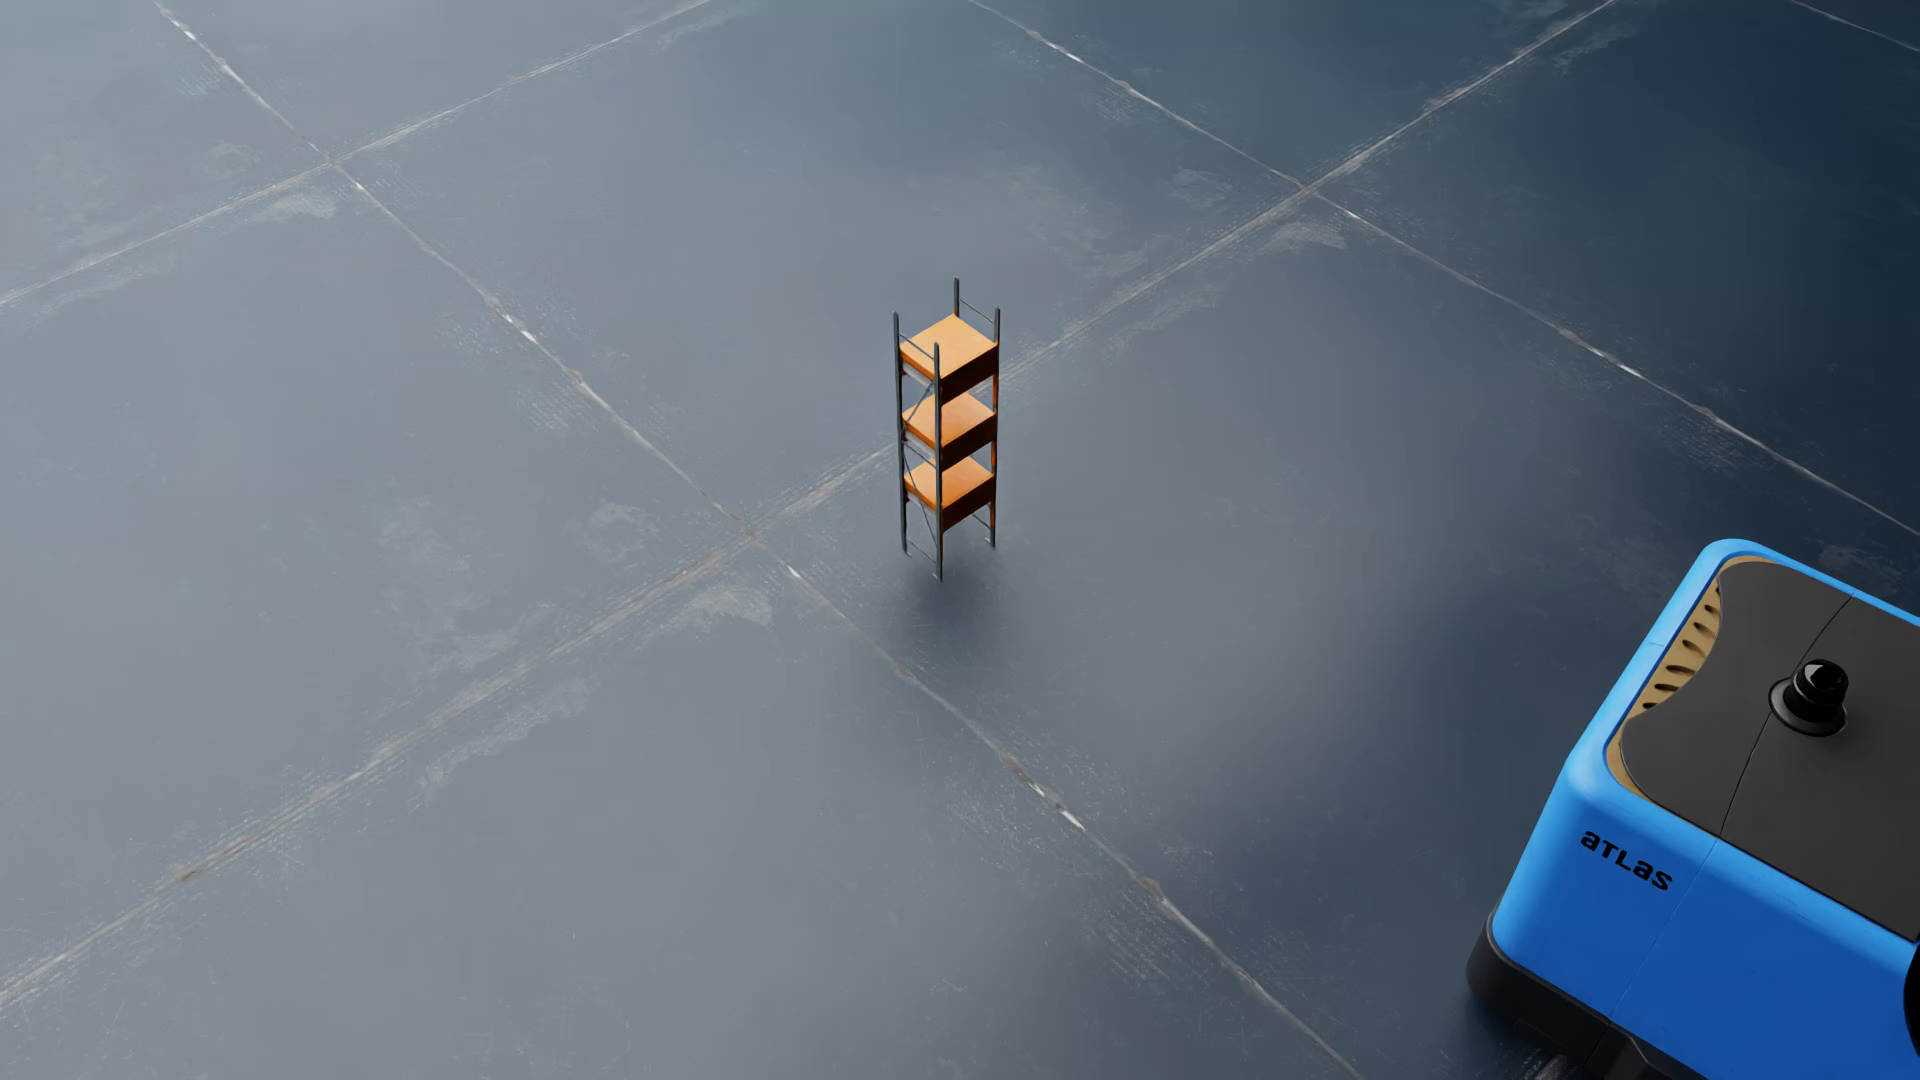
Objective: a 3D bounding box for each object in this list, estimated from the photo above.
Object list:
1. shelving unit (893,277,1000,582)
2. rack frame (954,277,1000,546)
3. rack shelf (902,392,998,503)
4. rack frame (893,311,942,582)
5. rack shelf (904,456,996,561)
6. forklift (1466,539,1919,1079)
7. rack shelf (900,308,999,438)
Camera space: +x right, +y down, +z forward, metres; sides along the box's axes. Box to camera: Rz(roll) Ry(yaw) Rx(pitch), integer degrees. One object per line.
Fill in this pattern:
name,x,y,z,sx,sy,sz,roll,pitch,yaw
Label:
shelving unit,-0.040,-0.330,5.340,0.252,1.050,0.215,-34,56,-27
rack frame,0.051,-0.390,5.395,0.008,1.050,0.200,-34,56,-27
rack shelf,-0.040,-0.322,5.348,0.240,0.259,0.215,-34,56,-27
rack frame,-0.130,-0.269,5.284,0.008,1.050,0.200,-34,56,-27
rack shelf,-0.040,-0.134,5.552,0.240,0.259,0.215,-34,56,-27
forklift,2.857,0.653,3.153,3.031,2.935,1.130,30,54,25
rack shelf,-0.040,-0.515,5.139,0.240,0.259,0.215,-34,56,-27
